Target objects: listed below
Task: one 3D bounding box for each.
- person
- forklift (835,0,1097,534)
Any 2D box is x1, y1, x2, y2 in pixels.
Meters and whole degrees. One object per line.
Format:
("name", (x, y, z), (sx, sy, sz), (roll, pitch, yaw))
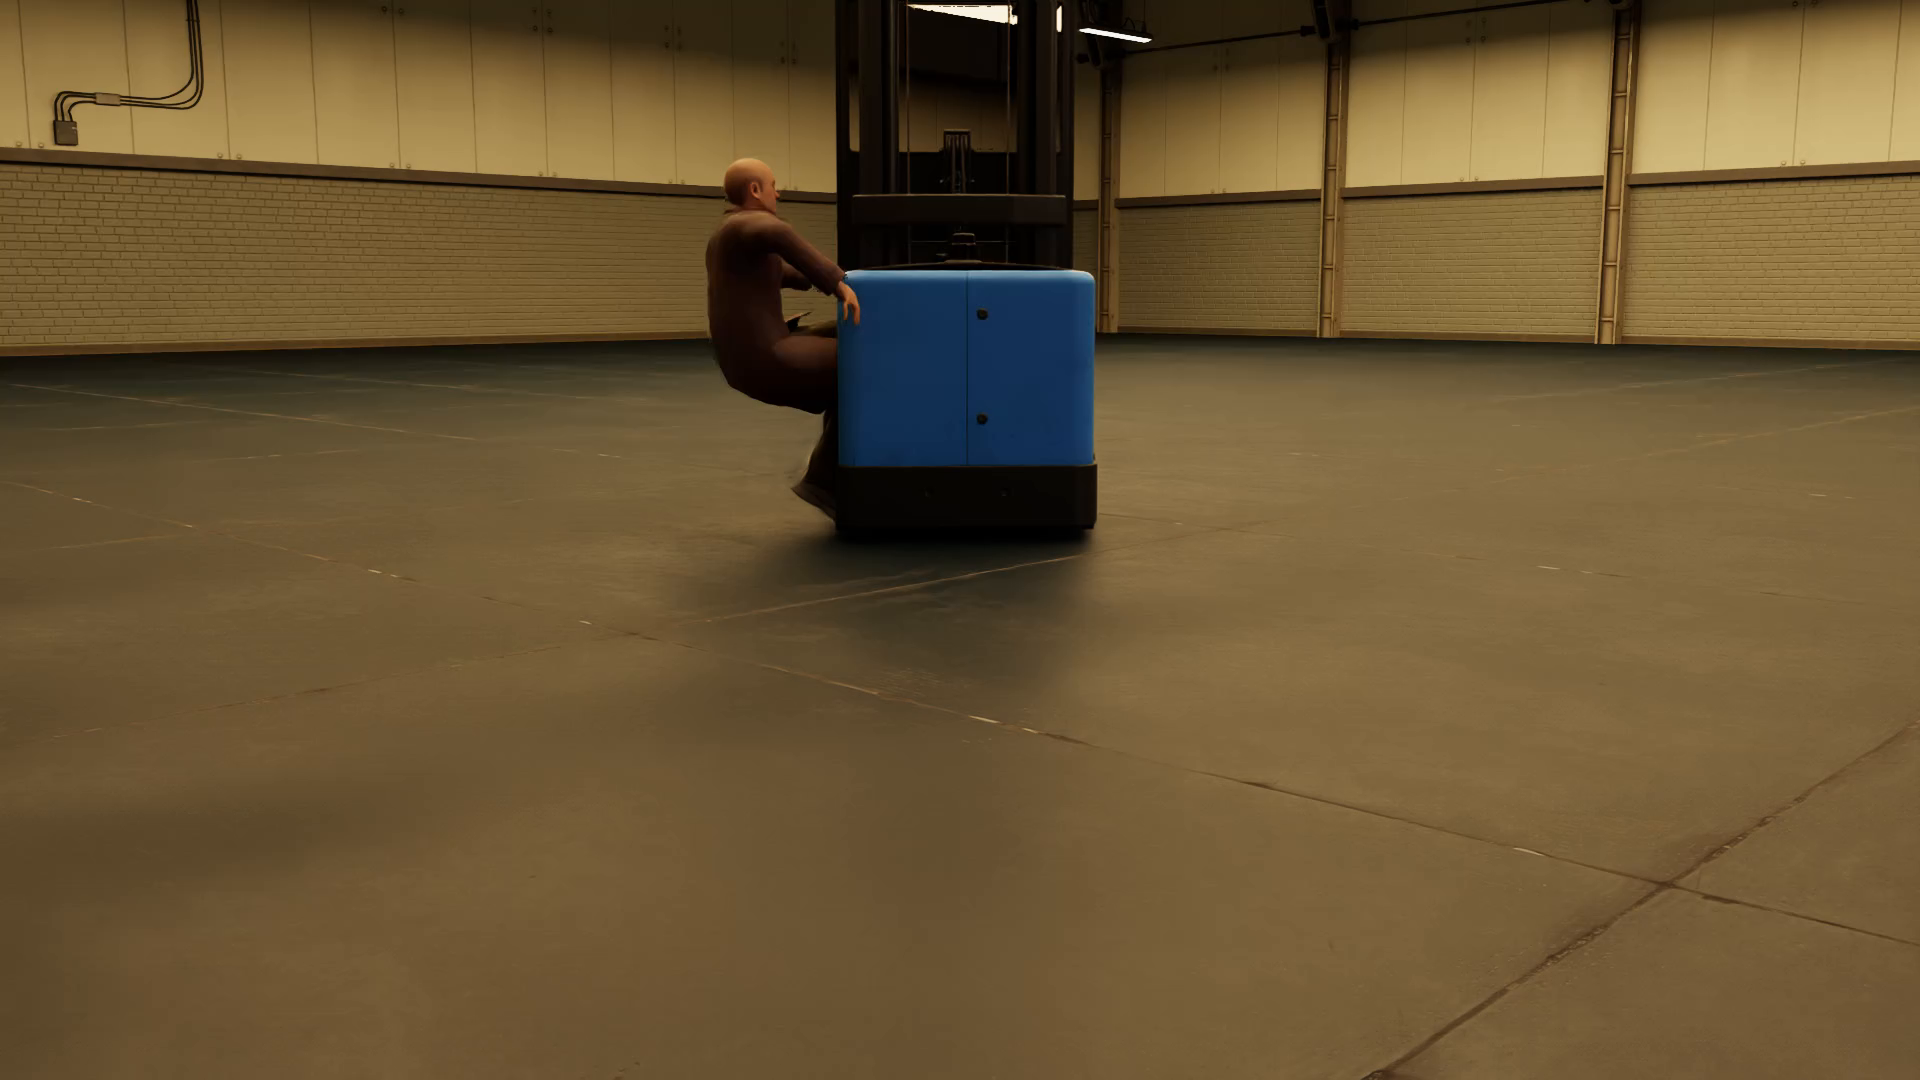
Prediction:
("person", (-0.592, -0.810, 6.913), (0.892, 1.511, 1.097), (-5, 10, -28))
("forklift", (-0.034, -1.657, 7.881), (1.130, 2.935, 3.031), (0, 9, -2))
